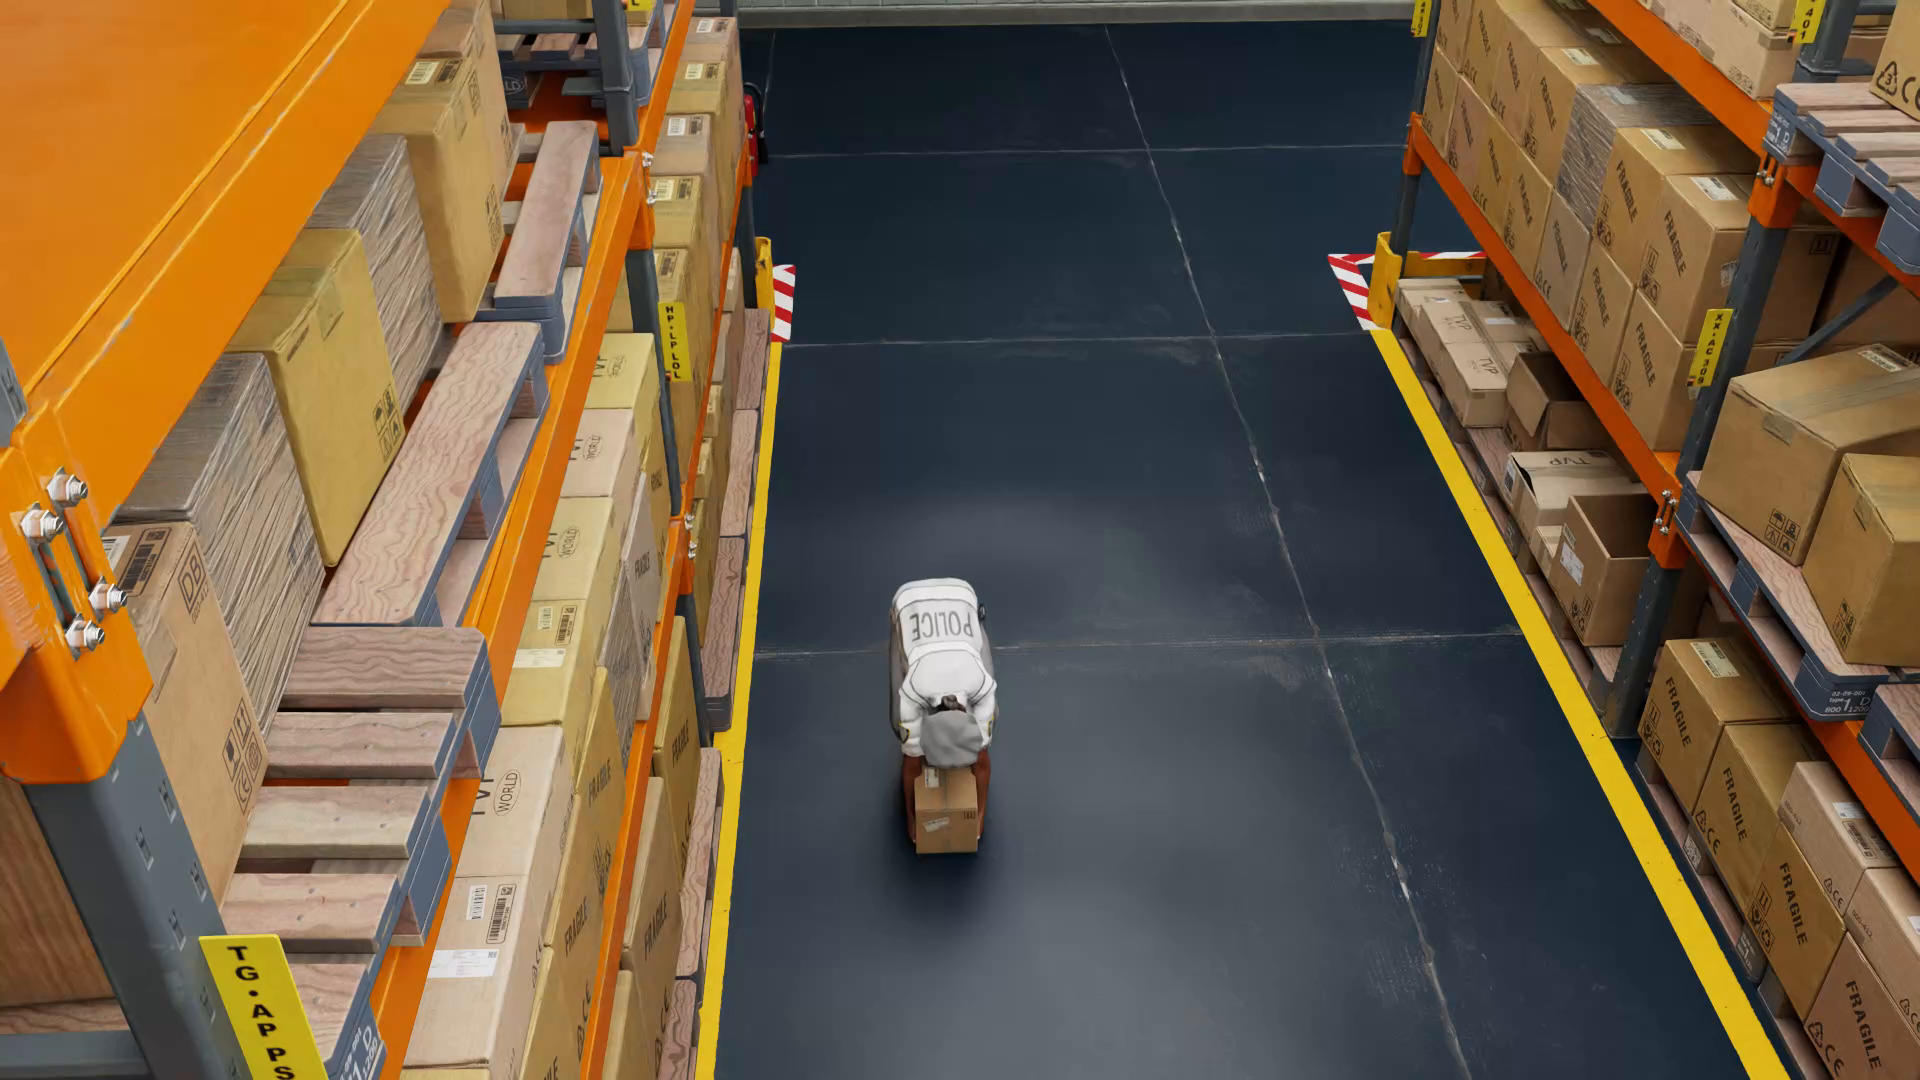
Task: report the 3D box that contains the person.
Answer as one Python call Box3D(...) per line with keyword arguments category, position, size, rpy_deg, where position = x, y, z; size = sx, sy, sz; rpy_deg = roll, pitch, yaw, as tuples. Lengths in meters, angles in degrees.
Box3D(category="person", position=(-0.066, 0.690, 6.864), size=(0.449, 0.868, 0.906), rpy_deg=(-3, 36, -4))
